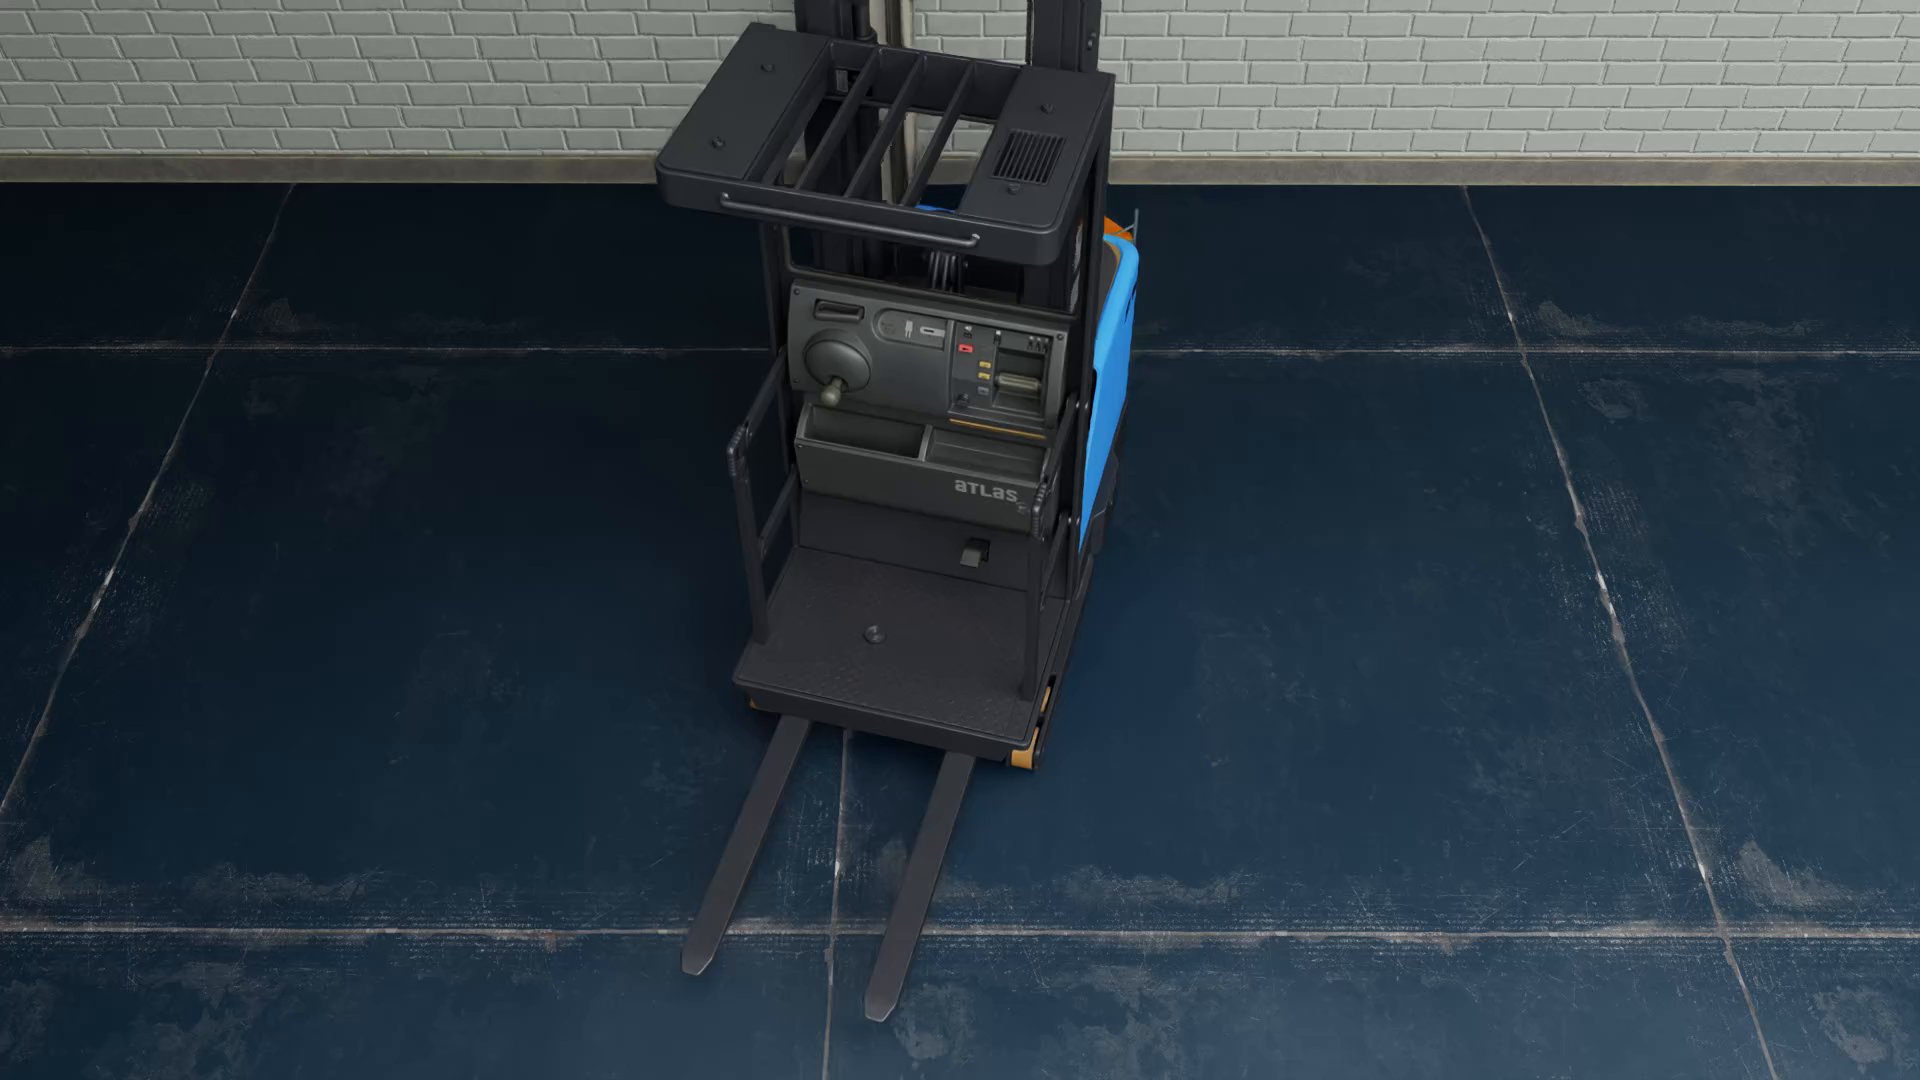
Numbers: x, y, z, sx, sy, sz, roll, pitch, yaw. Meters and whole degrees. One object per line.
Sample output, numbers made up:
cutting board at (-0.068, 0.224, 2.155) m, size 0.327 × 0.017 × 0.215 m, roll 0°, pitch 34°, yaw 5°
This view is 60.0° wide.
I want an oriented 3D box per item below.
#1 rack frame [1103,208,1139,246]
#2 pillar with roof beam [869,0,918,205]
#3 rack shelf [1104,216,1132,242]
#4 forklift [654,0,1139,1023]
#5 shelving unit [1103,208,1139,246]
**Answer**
rack frame at (0.633, -0.917, 6.967) m, size 0.200 × 1.050 × 0.008 m, roll -31°, pitch 54°, yaw -25°
pillar with roof beam at (-0.428, -1.656, 2.225) m, size 0.400 × 9.000 × 9.100 m, roll 0°, pitch 47°, yaw 0°
rack shelf at (0.556, -1.173, 6.832) m, size 0.215 × 0.259 × 0.240 m, roll -31°, pitch 54°, yaw -25°
forklift at (-0.167, -0.489, 5.283) m, size 1.130 × 2.935 × 3.031 m, roll 11°, pitch 48°, yaw 10°
shelving unit at (0.557, -0.987, 7.032) m, size 0.215 × 1.050 × 0.252 m, roll -31°, pitch 54°, yaw -25°
